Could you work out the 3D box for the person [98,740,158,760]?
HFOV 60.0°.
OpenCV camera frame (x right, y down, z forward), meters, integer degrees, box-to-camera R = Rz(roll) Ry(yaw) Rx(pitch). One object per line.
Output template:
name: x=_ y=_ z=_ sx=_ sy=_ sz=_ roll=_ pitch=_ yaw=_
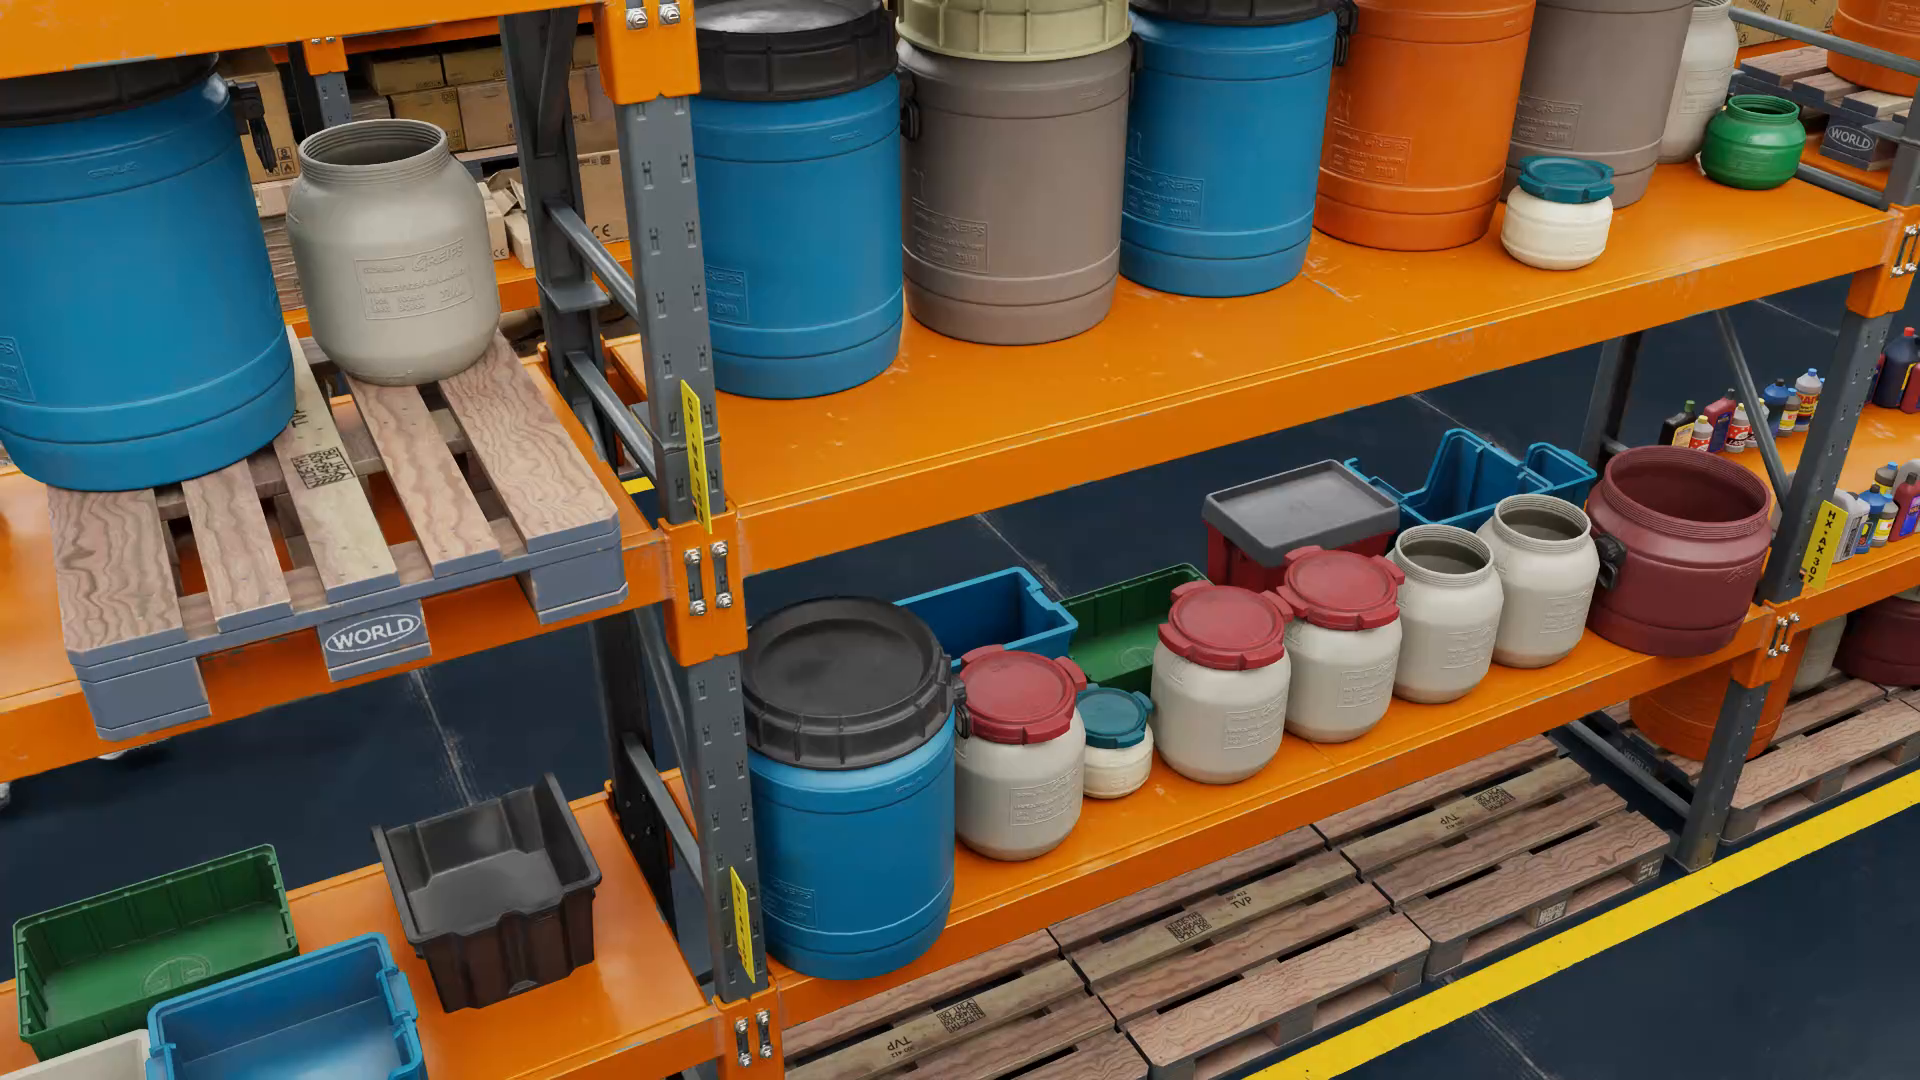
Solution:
person: x=-3.953 y=0.316 z=6.634 sx=1.048 sy=1.745 sz=0.527 roll=-10 pitch=34 yaw=-15
